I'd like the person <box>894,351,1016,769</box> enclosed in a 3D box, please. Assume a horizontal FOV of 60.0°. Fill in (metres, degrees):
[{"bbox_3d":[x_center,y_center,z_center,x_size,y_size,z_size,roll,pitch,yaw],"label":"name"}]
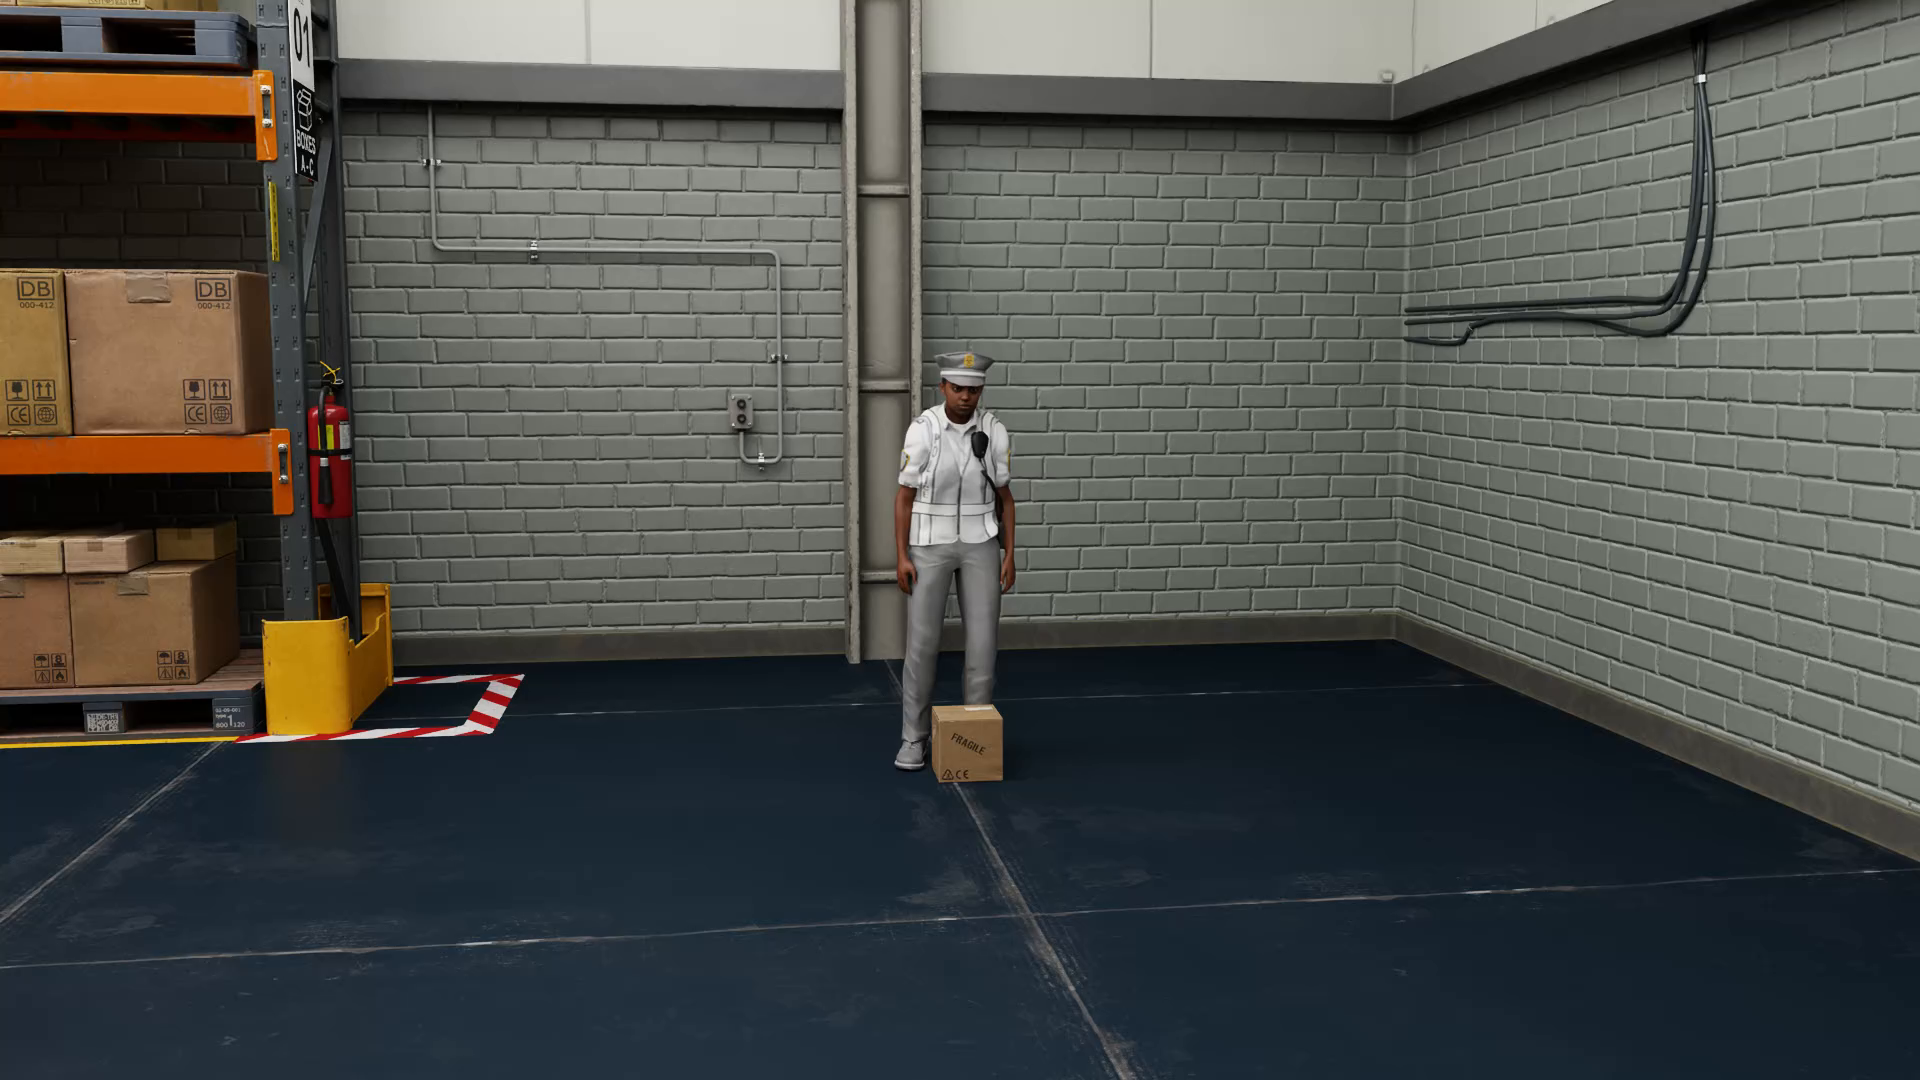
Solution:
[{"bbox_3d":[-0.022,0.076,6.685,0.508,1.659,0.415,-1,7,-9],"label":"person"}]
